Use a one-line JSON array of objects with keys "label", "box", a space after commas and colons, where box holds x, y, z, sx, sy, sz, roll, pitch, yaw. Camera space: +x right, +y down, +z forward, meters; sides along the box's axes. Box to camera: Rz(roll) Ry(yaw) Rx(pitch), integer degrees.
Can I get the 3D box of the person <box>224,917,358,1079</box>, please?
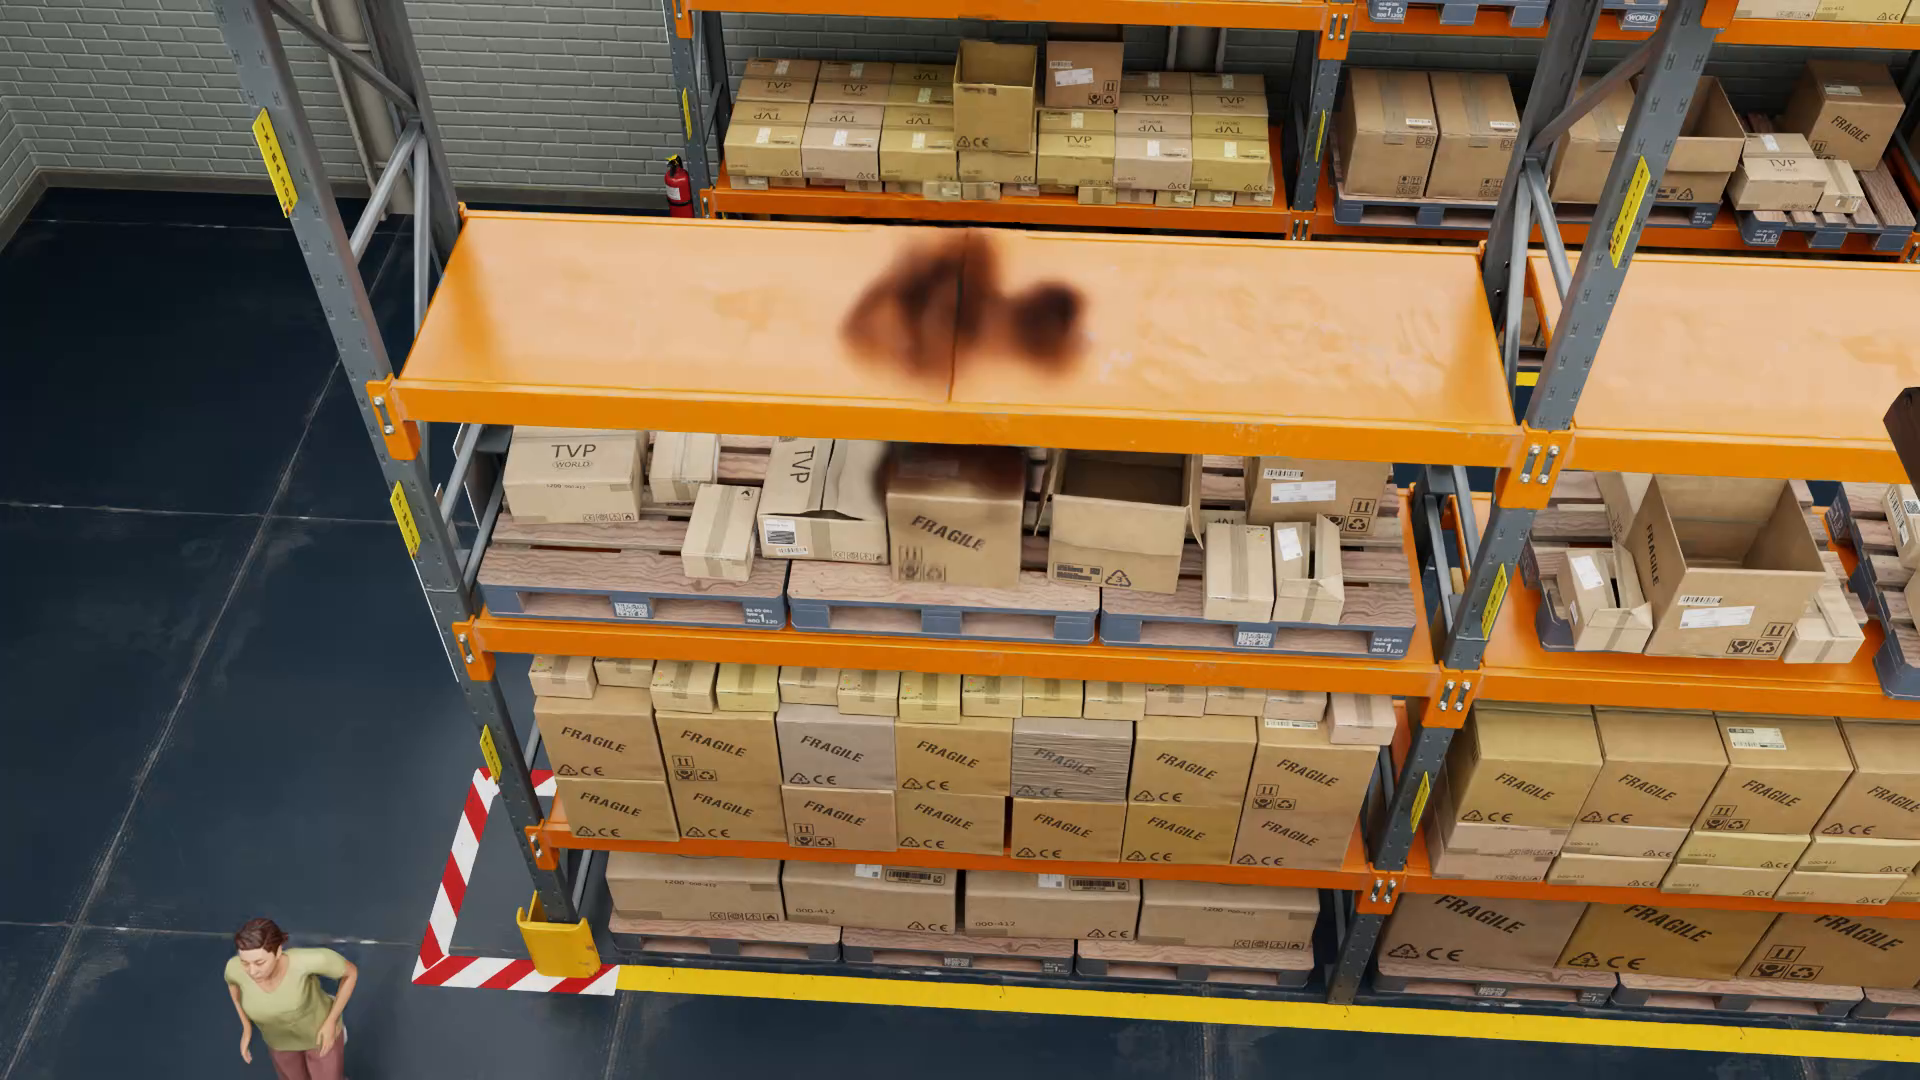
[{"label": "person", "box": [-3.010, 2.193, 7.671, 0.579, 1.628, 0.623, -3, 48, -2]}]
